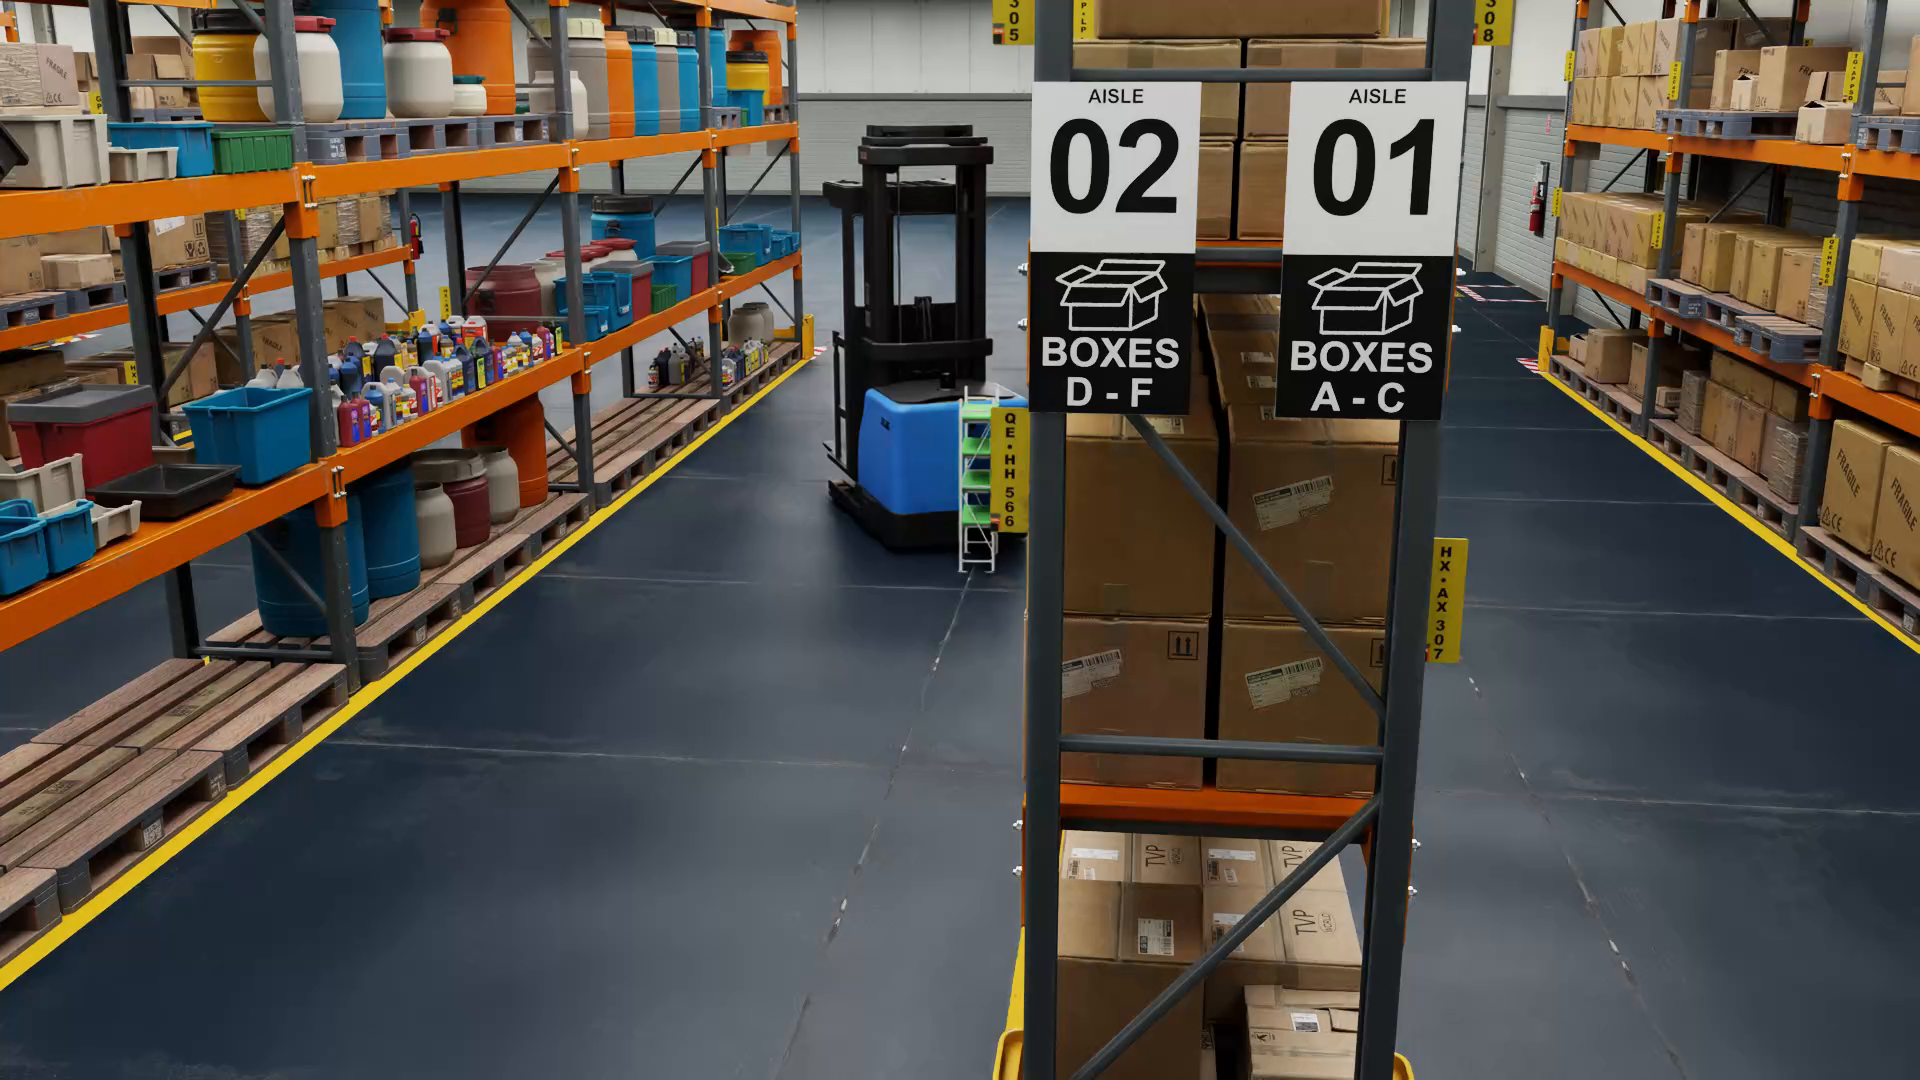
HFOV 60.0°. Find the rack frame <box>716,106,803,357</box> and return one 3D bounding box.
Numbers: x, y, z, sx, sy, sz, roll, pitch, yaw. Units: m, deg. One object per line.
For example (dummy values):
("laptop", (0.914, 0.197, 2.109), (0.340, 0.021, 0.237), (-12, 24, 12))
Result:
("rack frame", (-2.438, -3.741, 20.251), (1.000, 3.000, 0.127), (2, 15, 6))

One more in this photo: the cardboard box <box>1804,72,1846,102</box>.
("cardboard box", (6.741, -3.215, 12.324), (0.797, 0.503, 0.637), (4, 16, 14))

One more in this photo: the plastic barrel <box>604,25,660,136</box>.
("plastic barrel", (-2.879, -3.916, 14.191), (0.600, 0.901, 0.708), (2, 15, 6))

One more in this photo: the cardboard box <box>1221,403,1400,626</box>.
("cardboard box", (0.990, -0.083, 4.614), (0.500, 0.500, 0.500), (2, 15, 8))

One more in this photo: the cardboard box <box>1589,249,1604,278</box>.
("cardboard box", (6.868, -2.871, 17.283), (0.500, 0.250, 0.500), (2, 15, 7))

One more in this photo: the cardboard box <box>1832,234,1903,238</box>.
("cardboard box", (6.533, -2.122, 11.987), (0.380, 0.149, 0.250), (-1, 15, -3))

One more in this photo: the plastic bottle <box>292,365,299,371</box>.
("plastic bottle", (-3.971, -0.906, 10.004), (0.152, 0.276, 0.135), (2, 15, 6))

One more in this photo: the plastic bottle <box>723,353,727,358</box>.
("plastic bottle", (-2.490, -1.837, 17.594), (0.097, 0.271, 0.097), (0, 15, 0))

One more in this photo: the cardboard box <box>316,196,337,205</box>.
("cardboard box", (-7.350, -4.023, 18.615), (0.500, 0.500, 0.500), (2, 15, 6))

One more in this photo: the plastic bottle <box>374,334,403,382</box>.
("plastic bottle", (-3.723, -1.169, 10.833), (0.144, 0.351, 0.185), (2, 15, 6))

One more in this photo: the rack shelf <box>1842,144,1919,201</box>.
("rack shelf", (6.277, -1.956, 9.282), (1.077, 0.370, 4.000), (2, 15, 6))

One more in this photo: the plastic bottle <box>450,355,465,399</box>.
("plastic bottle", (-3.180, -1.030, 10.472), (0.097, 0.271, 0.097), (0, 15, 0))

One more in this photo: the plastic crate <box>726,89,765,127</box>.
("plastic crate", (-2.354, -4.678, 17.999), (0.392, 0.384, 0.575), (2, 15, 6))

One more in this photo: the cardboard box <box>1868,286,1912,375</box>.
("cardboard box", (6.125, -1.322, 10.504), (0.500, 0.500, 0.500), (2, 15, 8))

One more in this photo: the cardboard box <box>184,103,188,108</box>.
("cardboard box", (-8.019, -4.351, 17.047), (0.500, 0.250, 0.500), (2, 15, 8))

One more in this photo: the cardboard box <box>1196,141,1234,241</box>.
("cardboard box", (0.473, -0.961, 4.510), (0.500, 0.250, 0.500), (2, 15, 6))

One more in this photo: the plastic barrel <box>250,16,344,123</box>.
("plastic barrel", (-3.484, -2.474, 8.754), (0.433, 0.535, 0.433), (0, 15, 0))

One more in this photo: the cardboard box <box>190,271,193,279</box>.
("cardboard box", (-8.079, -2.793, 17.225), (0.380, 0.149, 0.250), (2, 15, 6))

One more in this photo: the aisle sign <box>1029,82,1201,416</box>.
("aisle sign", (0.365, -0.691, 3.989), (0.394, 0.787, 0.004), (2, 15, 6))

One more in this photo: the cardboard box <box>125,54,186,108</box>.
("cardboard box", (-7.963, -4.431, 16.054), (0.797, 0.503, 0.637), (1, 15, 3))

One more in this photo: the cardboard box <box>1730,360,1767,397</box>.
("cardboard box", (6.786, -1.339, 13.876), (0.500, 0.250, 0.500), (1, 15, 5))

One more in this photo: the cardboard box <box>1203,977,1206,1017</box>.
("cardboard box", (0.629, 1.460, 5.600), (0.380, 0.166, 0.250), (2, 15, 6))

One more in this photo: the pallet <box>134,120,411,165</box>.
("pallet", (-3.801, -2.192, 9.136), (1.213, 0.211, 1.003), (2, 15, 6))

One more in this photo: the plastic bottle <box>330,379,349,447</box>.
("plastic bottle", (-3.426, -0.697, 9.088), (0.144, 0.351, 0.185), (2, 15, 6))

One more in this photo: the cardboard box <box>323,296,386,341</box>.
("cardboard box", (-7.447, -2.722, 20.465), (0.500, 0.500, 0.500), (5, 16, 17))

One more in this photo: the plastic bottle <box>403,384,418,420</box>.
("plastic bottle", (-3.258, -0.816, 9.815), (0.097, 0.201, 0.097), (0, 15, 0))

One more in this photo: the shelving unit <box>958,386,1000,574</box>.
("shelving unit", (0.133, -0.419, 11.411), (0.258, 1.200, 0.503), (1, 15, 4))

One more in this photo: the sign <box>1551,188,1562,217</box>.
("sign", (6.866, -3.883, 19.117), (0.100, 0.325, 0.005), (2, 15, 6))

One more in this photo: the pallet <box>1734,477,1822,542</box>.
("pallet", (6.592, -0.231, 12.612), (1.003, 0.211, 1.213), (2, 15, 6))

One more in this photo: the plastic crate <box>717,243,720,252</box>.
("plastic crate", (-2.859, -3.391, 19.462), (0.298, 0.136, 0.250), (2, 15, 6))

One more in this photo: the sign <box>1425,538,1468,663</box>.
("sign", (1.217, 0.154, 4.189), (0.100, 0.325, 0.005), (2, 15, 6))

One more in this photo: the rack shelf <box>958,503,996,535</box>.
("rack shelf", (0.133, -0.125, 11.491), (0.258, 0.148, 0.480), (1, 15, 4))

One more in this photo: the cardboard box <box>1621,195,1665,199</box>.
("cardboard box", (7.497, -3.490, 18.134), (0.500, 0.500, 0.500), (2, 15, 7))

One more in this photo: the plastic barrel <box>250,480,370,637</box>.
("plastic barrel", (-3.714, 0.041, 9.480), (0.600, 0.901, 0.708), (2, 15, 6))

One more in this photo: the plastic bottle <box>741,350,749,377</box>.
("plastic bottle", (-2.305, -1.892, 17.775), (0.061, 0.283, 0.133), (2, 15, 9))

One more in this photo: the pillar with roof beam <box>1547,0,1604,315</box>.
("pillar with roof beam", (4.585, -7.821, 23.847), (9.100, 9.000, 0.400), (2, 15, 6))

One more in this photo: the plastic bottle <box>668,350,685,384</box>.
("plastic bottle", (-2.960, -1.809, 17.336), (0.144, 0.351, 0.185), (2, 15, 6))

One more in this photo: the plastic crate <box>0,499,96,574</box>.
("plastic crate", (-3.706, -0.013, 6.670), (0.416, 0.233, 0.300), (2, 15, 6))

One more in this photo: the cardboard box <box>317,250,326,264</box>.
("cardboard box", (-7.332, -3.165, 18.600), (0.380, 0.149, 0.250), (2, 15, 6))

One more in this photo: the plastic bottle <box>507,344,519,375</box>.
("plastic bottle", (-3.075, -1.237, 11.372), (0.097, 0.201, 0.097), (0, 15, 0))

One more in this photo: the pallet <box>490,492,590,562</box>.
("pallet", (-3.389, -0.114, 12.181), (1.003, 0.211, 1.213), (2, 15, 6))

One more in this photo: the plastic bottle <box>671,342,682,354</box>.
("plastic bottle", (-3.045, -1.946, 17.845), (0.144, 0.351, 0.185), (2, 15, 6))

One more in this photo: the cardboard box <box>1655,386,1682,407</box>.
("cardboard box", (6.985, -1.396, 16.164), (0.380, 0.166, 0.250), (0, 15, -1))

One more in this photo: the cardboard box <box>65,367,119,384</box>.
("cardboard box", (-8.100, -1.284, 15.108), (0.700, 0.500, 0.500), (3, 15, 11))

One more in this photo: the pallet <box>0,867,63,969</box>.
("pallet", (-4.112, 1.542, 6.055), (1.003, 0.211, 1.213), (2, 15, 6))

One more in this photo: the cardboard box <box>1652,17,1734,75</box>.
("cardboard box", (6.741, -4.538, 15.307), (0.500, 0.500, 0.500), (0, 15, 1))

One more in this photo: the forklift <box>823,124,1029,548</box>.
("forklift", (-0.416, -1.703, 12.844), (1.130, 2.935, 3.031), (-5, 16, -17))

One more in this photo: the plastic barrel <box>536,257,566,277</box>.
("plastic barrel", (-3.390, -2.102, 13.977), (0.421, 0.512, 0.421), (0, 15, 0))

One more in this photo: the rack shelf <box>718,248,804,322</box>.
("rack shelf", (-2.664, -2.875, 18.426), (1.077, 0.370, 4.000), (2, 15, 6))

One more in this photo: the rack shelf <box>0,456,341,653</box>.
("rack shelf", (-4.018, 0.237, 6.916), (1.077, 0.370, 4.000), (2, 15, 6))

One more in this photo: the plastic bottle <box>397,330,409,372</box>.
("plastic bottle", (-3.850, -1.294, 11.424), (0.061, 0.283, 0.133), (2, 15, 6))

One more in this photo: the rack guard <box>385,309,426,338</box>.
("rack guard", (-7.368, -2.661, 21.044), (1.175, 0.500, 0.348), (2, 15, 6))

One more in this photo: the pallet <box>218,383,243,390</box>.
("pallet", (-7.770, -1.679, 17.966), (1.003, 0.211, 1.213), (2, 15, 6))

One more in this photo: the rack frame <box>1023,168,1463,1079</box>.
("rack frame", (0.677, 0.556, 4.361), (1.000, 3.000, 0.127), (2, 15, 6))

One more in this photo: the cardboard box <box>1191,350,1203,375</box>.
("cardboard box", (0.564, -0.365, 5.657), (0.500, 0.500, 0.500), (2, 15, 8))
